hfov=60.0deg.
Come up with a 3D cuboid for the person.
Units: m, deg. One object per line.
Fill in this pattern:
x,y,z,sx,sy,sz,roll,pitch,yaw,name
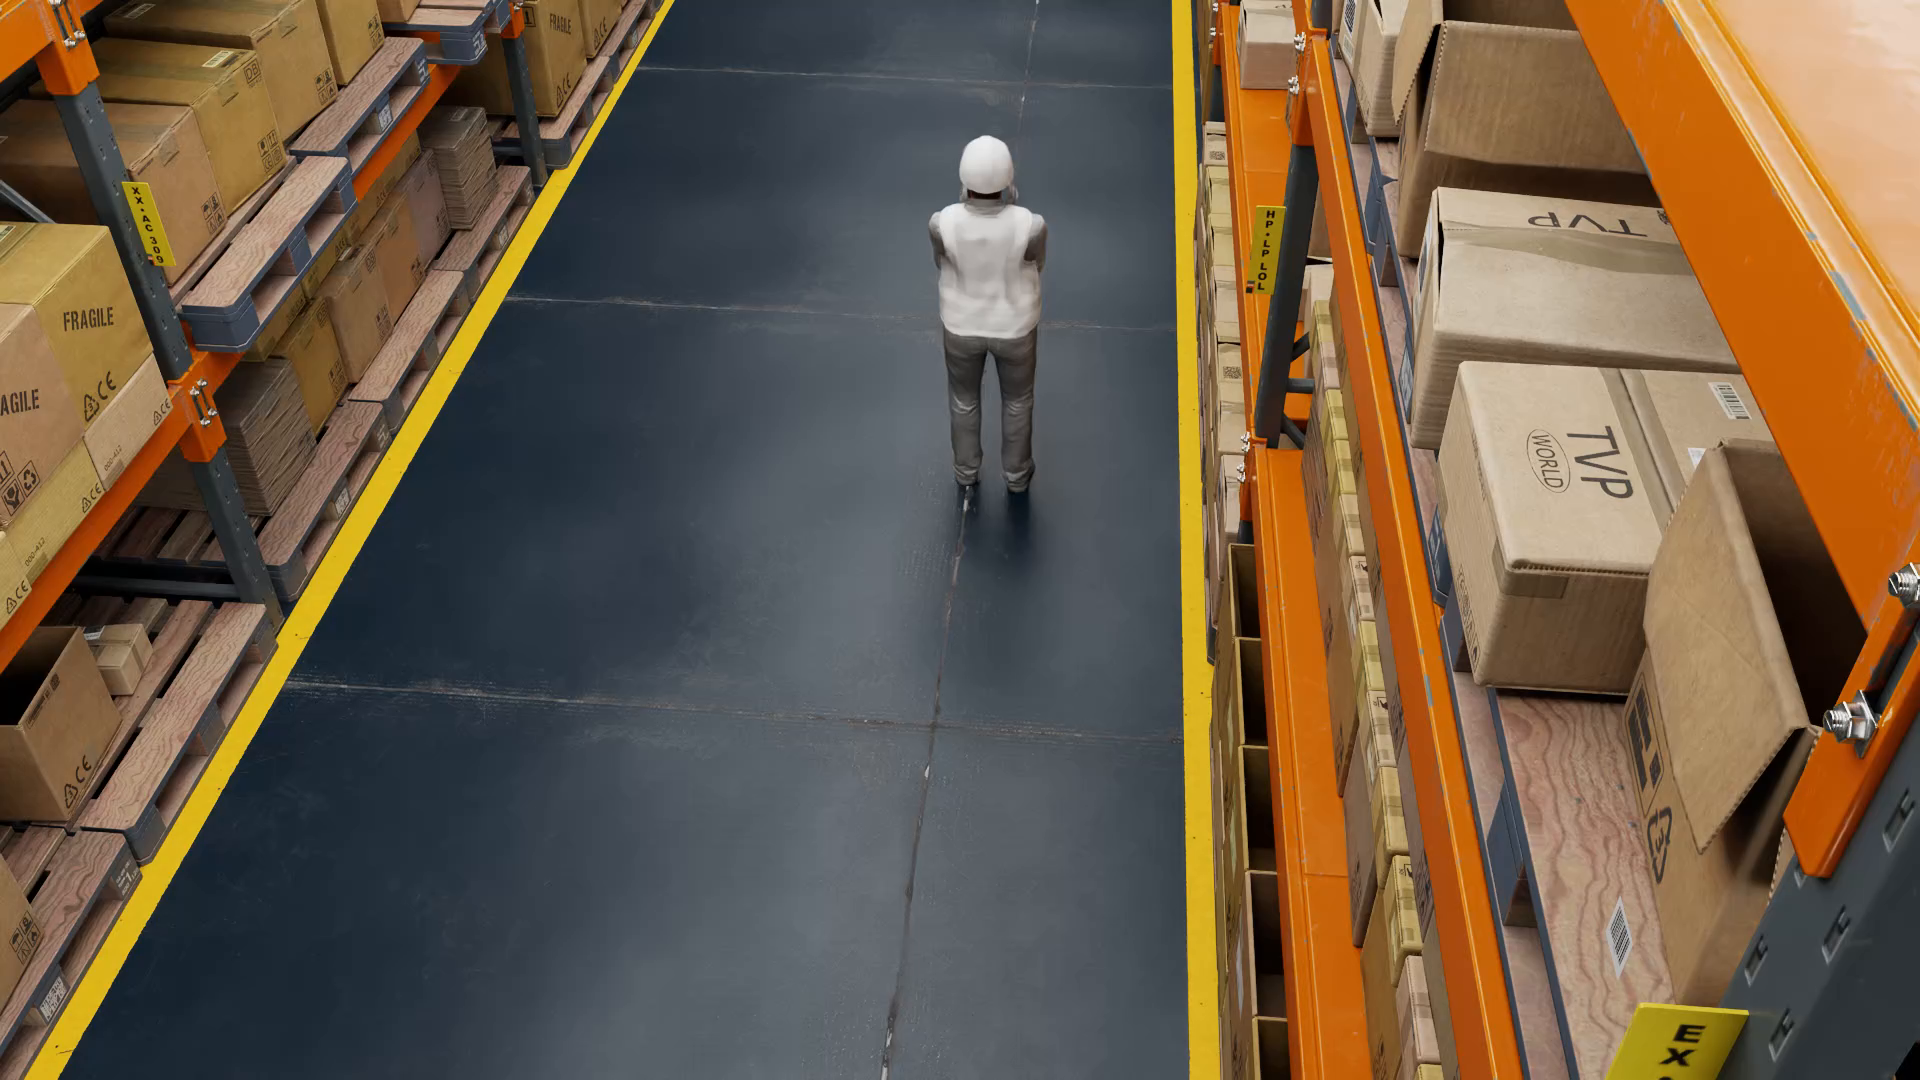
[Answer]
0.147,-1.024,7.367,0.461,1.770,0.552,3,40,4,person
